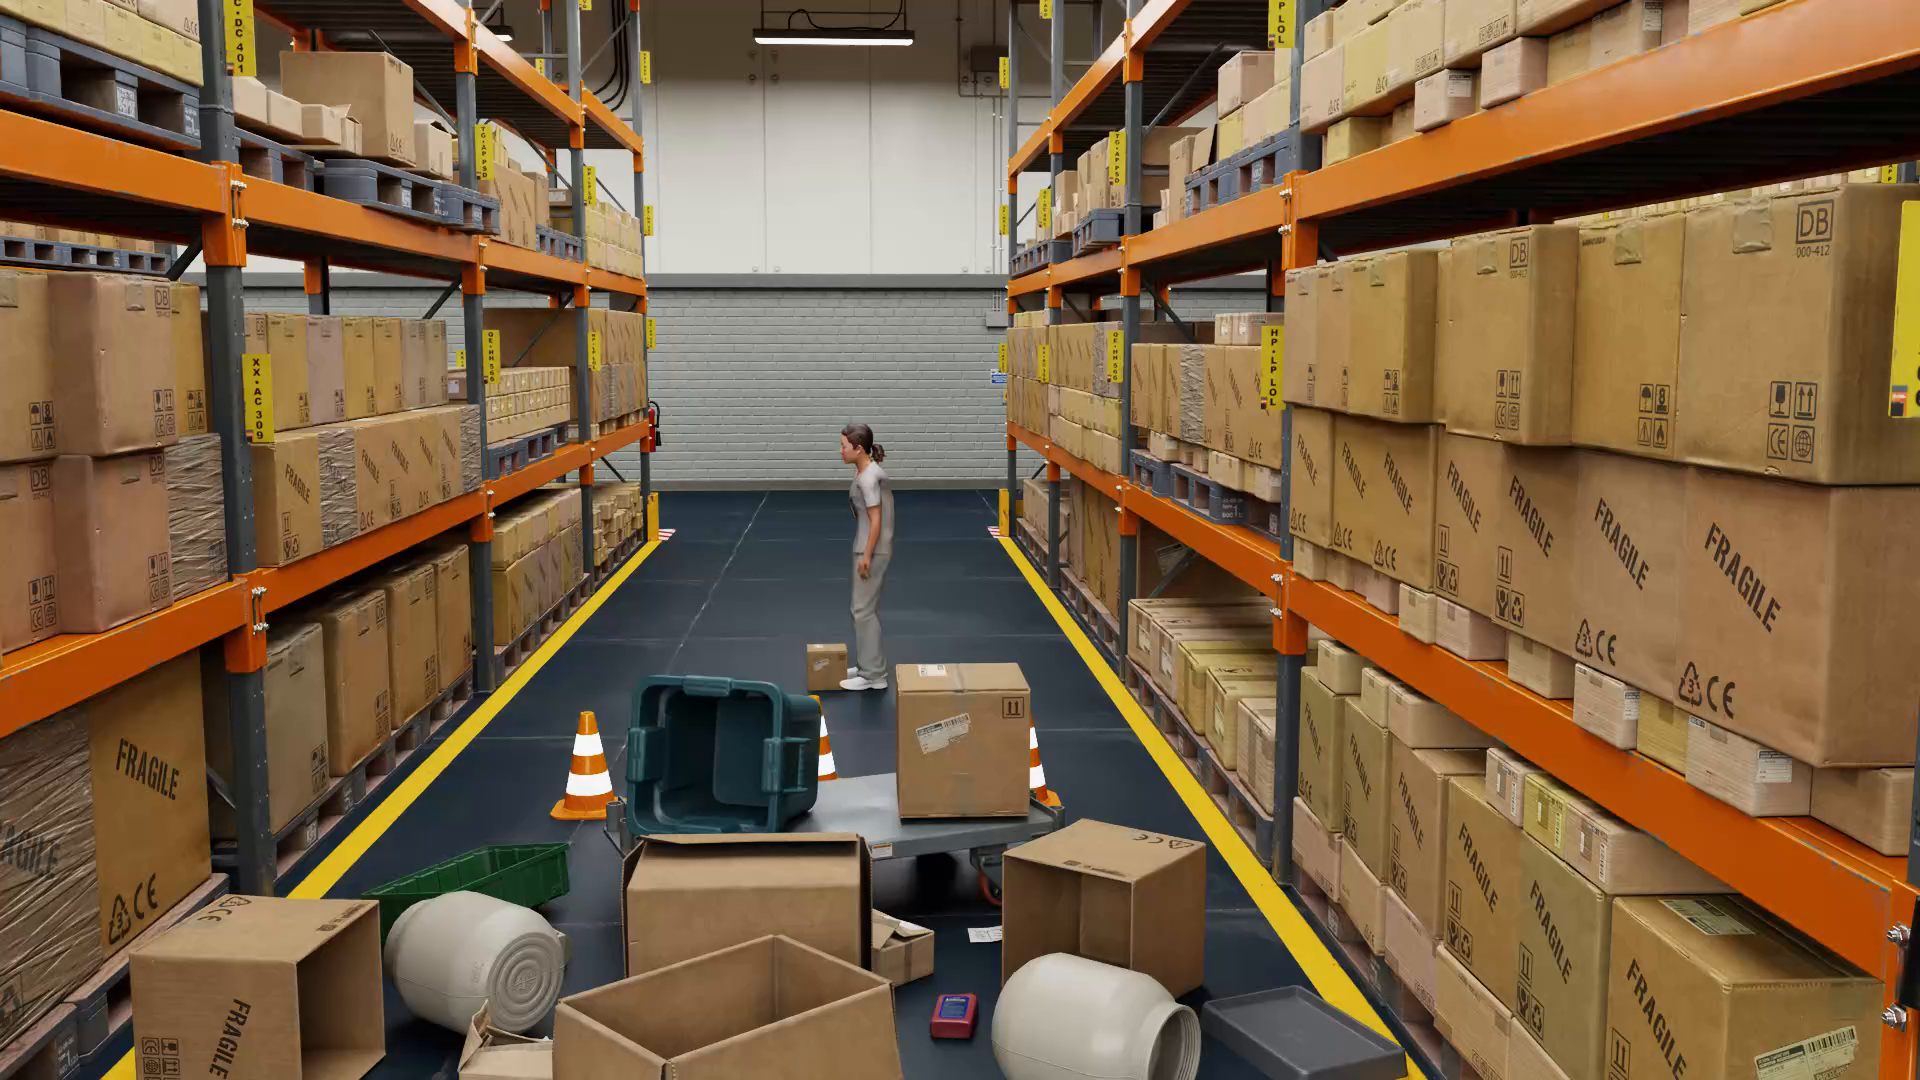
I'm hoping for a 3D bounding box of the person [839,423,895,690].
[{"bbox_3d":[-0.593,0.096,10.476,0.360,1.671,0.508,-1,7,-7],"label":"person"}]
